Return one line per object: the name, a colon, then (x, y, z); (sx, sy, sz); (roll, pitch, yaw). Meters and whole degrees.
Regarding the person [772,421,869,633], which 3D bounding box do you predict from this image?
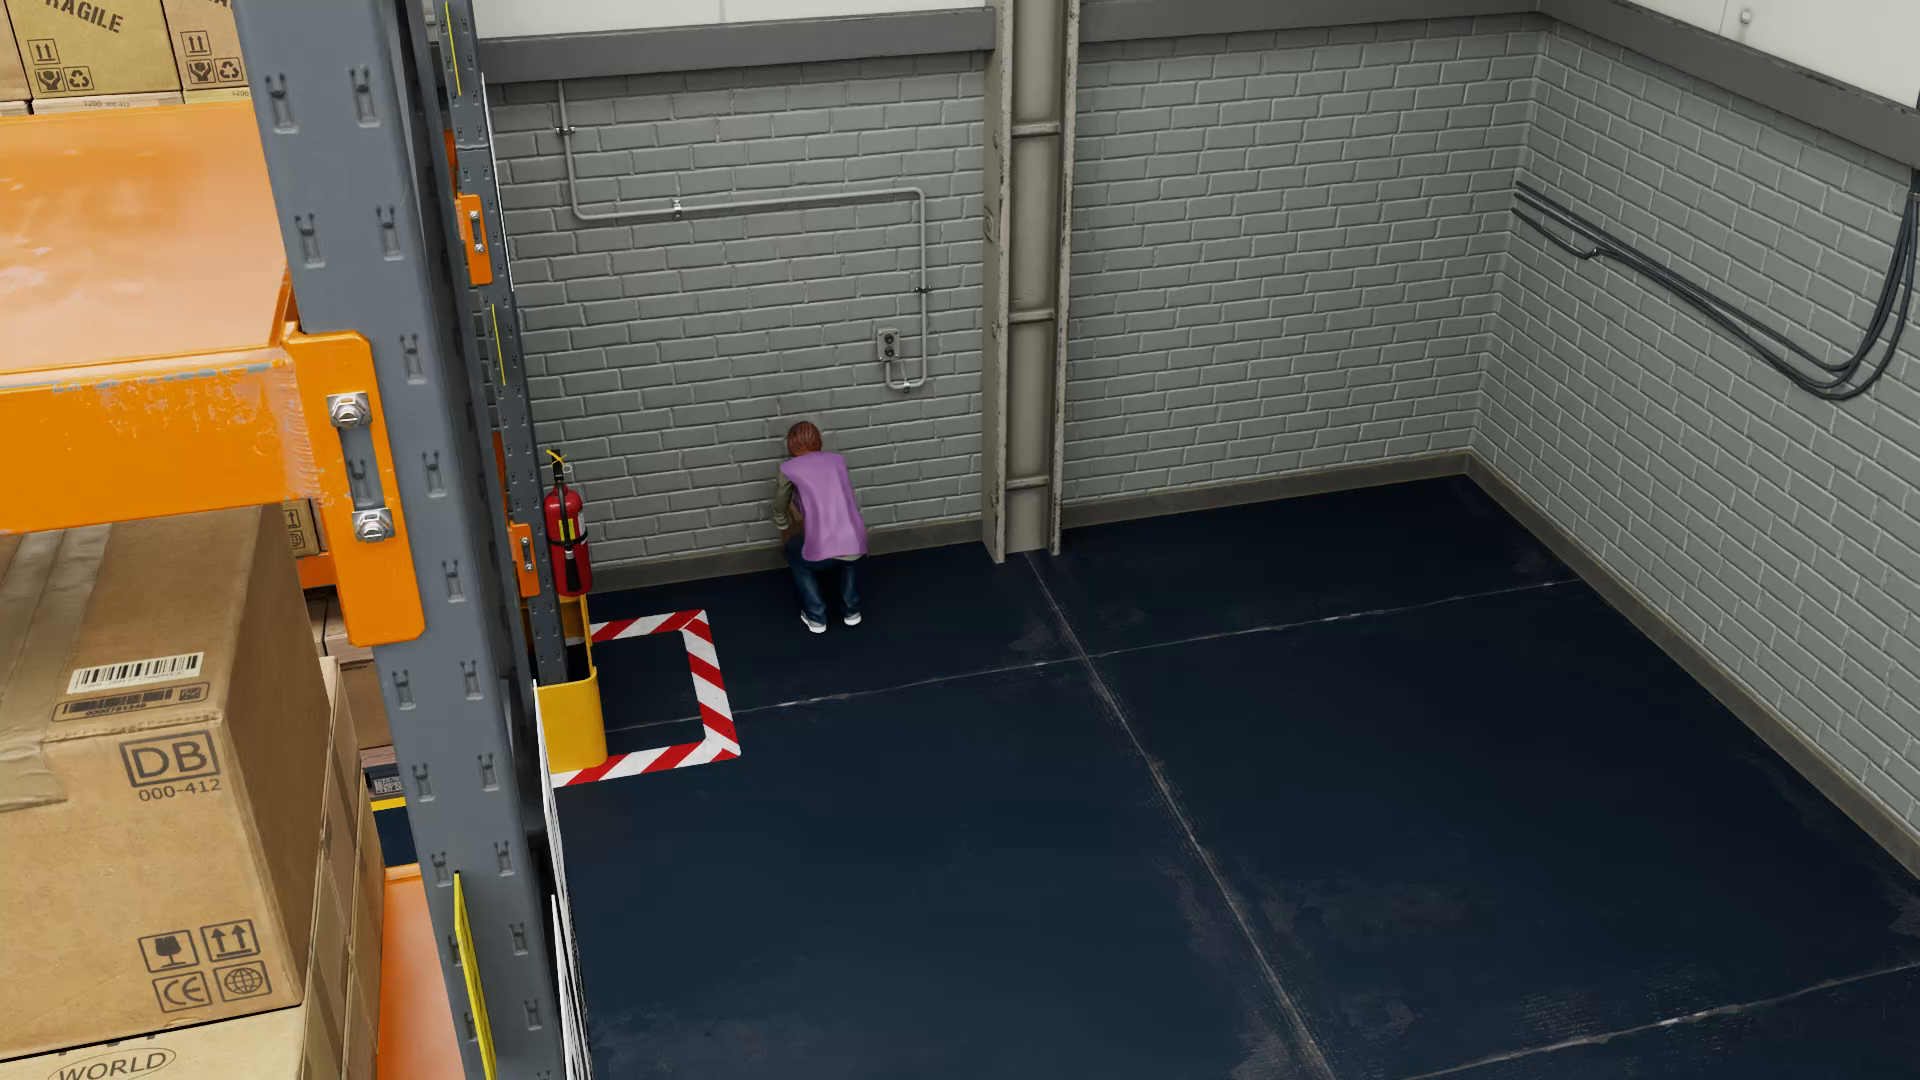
person: (-0.741, -0.033, 8.857); (0.455, 1.025, 0.757); (-8, 32, -13)
